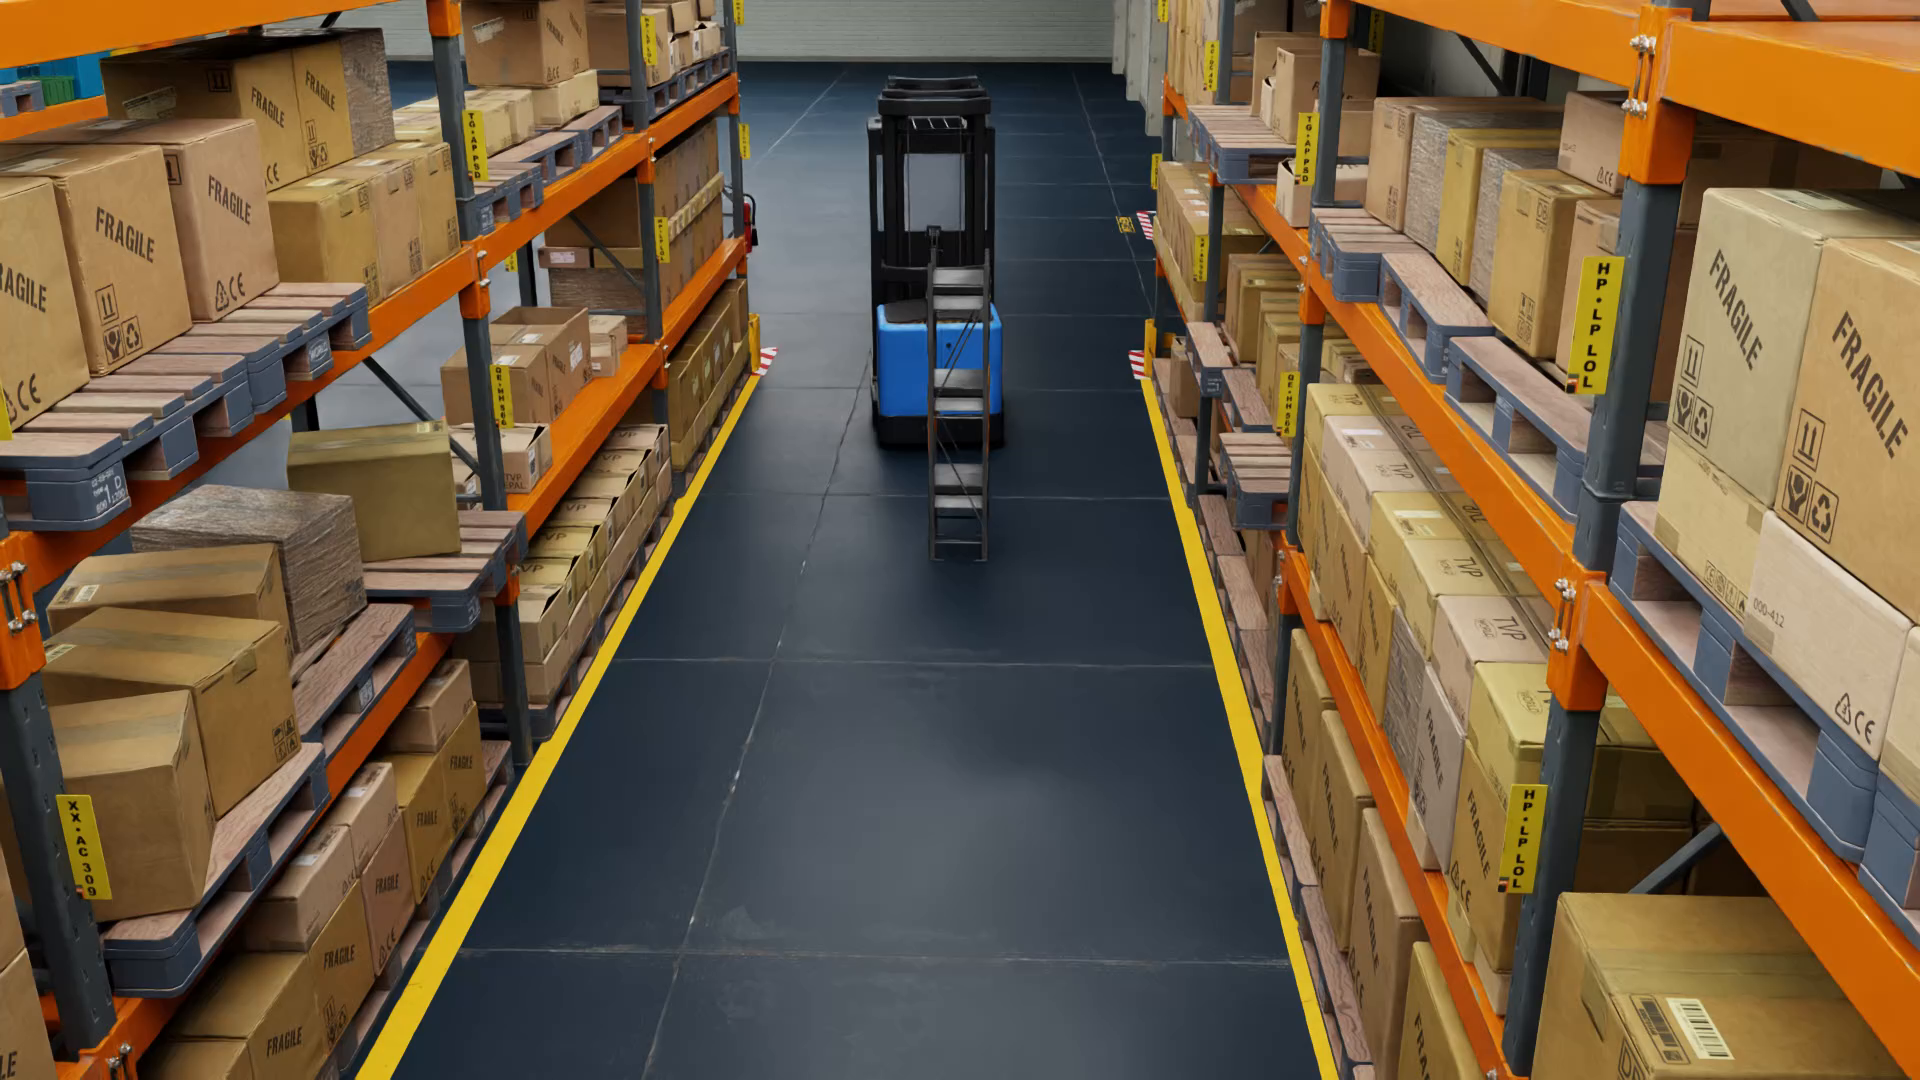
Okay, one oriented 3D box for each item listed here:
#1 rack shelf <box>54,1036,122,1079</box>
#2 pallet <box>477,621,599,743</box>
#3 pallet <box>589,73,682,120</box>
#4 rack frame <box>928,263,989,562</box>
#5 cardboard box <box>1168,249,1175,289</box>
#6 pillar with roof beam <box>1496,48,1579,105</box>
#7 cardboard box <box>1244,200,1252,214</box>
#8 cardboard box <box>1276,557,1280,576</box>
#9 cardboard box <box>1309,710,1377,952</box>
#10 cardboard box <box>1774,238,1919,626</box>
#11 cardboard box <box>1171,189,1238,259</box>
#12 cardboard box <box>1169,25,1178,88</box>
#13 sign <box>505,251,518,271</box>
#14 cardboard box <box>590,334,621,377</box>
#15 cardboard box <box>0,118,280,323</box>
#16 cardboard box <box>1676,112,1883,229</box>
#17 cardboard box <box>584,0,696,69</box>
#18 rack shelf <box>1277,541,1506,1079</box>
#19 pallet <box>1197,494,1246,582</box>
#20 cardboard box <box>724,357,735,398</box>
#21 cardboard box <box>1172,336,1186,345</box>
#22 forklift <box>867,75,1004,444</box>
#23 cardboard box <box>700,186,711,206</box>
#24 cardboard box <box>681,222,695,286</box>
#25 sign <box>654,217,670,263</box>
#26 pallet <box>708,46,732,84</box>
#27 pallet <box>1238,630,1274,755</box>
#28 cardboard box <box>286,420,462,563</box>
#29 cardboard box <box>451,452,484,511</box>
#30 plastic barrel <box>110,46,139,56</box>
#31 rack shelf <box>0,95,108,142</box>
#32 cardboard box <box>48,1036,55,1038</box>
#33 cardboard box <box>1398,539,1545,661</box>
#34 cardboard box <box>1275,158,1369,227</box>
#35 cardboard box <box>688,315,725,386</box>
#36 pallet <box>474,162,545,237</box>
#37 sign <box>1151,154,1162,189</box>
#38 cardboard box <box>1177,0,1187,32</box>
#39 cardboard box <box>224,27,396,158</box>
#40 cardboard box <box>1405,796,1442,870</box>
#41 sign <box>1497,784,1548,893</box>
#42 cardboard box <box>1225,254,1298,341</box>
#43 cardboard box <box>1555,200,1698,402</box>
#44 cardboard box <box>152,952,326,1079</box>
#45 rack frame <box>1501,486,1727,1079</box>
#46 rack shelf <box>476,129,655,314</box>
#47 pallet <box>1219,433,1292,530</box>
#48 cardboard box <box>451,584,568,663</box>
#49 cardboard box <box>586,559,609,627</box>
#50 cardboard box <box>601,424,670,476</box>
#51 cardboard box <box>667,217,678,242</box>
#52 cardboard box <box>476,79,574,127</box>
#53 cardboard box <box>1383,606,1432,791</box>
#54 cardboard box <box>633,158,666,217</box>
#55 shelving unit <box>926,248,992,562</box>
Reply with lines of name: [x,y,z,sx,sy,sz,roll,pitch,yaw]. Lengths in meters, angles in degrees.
rack shelf: [-2.991,2.297,2.957,1.077,0.370,4.000,1,21,2]
pallet: [-2.744,0.795,9.689,1.003,0.211,1.213,1,21,2]
pallet: [-2.686,-3.320,12.415,1.003,0.211,1.213,1,21,2]
rack frame: [-0.012,-0.831,11.267,0.400,2.100,0.015,1,21,2]
cardboard box: [2.014,-2.259,13.884,0.500,0.250,0.500,1,21,2]
pillar with roof beam: [-1.255,-3.460,8.505,9.100,9.000,0.400,1,21,2]
cardboard box: [2.528,-2.425,13.275,0.500,0.500,0.500,1,21,3]
cardboard box: [2.245,0.360,9.803,0.700,0.500,0.500,1,21,2]
cardboard box: [1.957,1.233,7.096,0.750,0.750,0.750,1,21,1]
cardboard box: [1.710,-0.188,2.673,0.500,0.500,0.500,0,21,1]
cardboard box: [2.021,-2.615,13.765,0.500,0.500,0.500,1,21,3]
cardboard box: [2.075,-4.190,14.368,0.500,0.500,0.500,2,21,5]
sign: [-3.241,-2.100,11.989,0.100,0.325,0.005,1,21,2]
cardboard box: [-2.530,-1.272,11.345,0.396,0.266,0.258,0,21,0]
cardboard box: [-2.803,-1.113,5.746,0.600,0.600,0.600,0,21,0]
cardboard box: [2.180,-1.025,4.594,0.500,0.250,0.500,2,21,5]
cardboard box: [-2.510,-3.956,13.014,0.797,0.503,0.637,3,21,8]
rack shelf: [2.083,0.904,6.548,1.077,0.370,4.000,1,21,2]
pallet: [2.243,-0.020,11.787,1.003,0.211,1.213,1,21,2]
cardboard box: [-2.302,-1.456,14.854,0.500,0.250,0.500,1,21,2]
cardboard box: [2.276,-1.750,15.501,0.500,0.311,0.500,-2,21,-4]
forklift: [-0.260,-2.662,14.838,1.130,2.935,3.031,-2,21,-4]
cardboard box: [-2.410,-3.031,14.659,0.380,0.149,0.250,1,21,2]
cardboard box: [-2.636,-2.419,13.978,0.700,0.500,0.500,1,21,3]
sign: [-2.144,-2.155,11.944,0.100,0.325,0.005,1,21,2]
pallet: [-2.612,-4.202,14.688,1.003,0.211,1.213,1,21,2]
pallet: [2.169,0.863,9.514,1.003,0.211,1.213,1,21,2]
cardboard box: [-2.715,-0.221,7.734,0.700,0.500,0.500,-7,22,-16]
cardboard box: [-2.753,-0.297,8.772,0.500,0.311,0.500,2,21,5]
plastic barrel: [-7.423,-4.425,14.298,0.600,0.588,0.600,0,21,0]
rack shelf: [-7.576,-3.496,13.741,1.077,0.370,4.000,1,21,2]
cardboard box: [-3.178,1.838,5.992,0.500,0.500,0.500,1,21,2]
cardboard box: [1.821,0.206,5.737,0.500,0.250,0.500,1,21,3]
cardboard box: [1.895,-1.784,8.430,0.500,0.311,0.500,1,21,2]
cardboard box: [-2.316,-1.624,14.252,0.500,0.500,0.500,1,21,2]
pallet: [-2.877,-1.765,8.545,1.213,0.211,1.003,2,21,4]
sign: [1.844,-3.457,15.595,0.100,0.325,0.005,1,21,2]
cardboard box: [2.062,-4.465,13.695,0.500,0.500,0.500,1,21,3]
cardboard box: [-2.828,-1.961,7.270,0.500,0.500,0.500,1,21,2]
cardboard box: [1.735,0.993,5.642,0.380,0.149,0.250,1,21,2]
sign: [1.479,0.786,4.365,0.100,0.325,0.005,1,21,2]
cardboard box: [2.216,-1.669,11.438,0.700,0.500,0.500,1,21,2]
cardboard box: [2.158,-0.676,4.730,0.700,0.500,0.500,-1,21,-1]
cardboard box: [-2.666,1.833,6.005,0.500,0.500,0.500,1,21,2]
rack frame: [2.022,1.291,4.554,1.000,3.000,0.127,1,21,2]
rack shelf: [-2.747,-1.994,9.869,1.077,0.370,4.000,1,21,2]
pallet: [2.059,-0.324,8.983,1.213,0.211,1.003,1,21,2]
cardboard box: [-2.499,0.431,9.218,0.500,0.311,0.500,1,21,3]
cardboard box: [-2.474,0.322,10.272,0.500,0.250,0.500,0,21,0]
cardboard box: [-2.412,-0.680,12.080,0.500,0.311,0.500,1,21,2]
cardboard box: [-2.455,-2.468,13.207,0.380,0.149,0.250,0,21,0]
cardboard box: [-2.729,-2.757,10.468,0.500,0.250,0.500,-1,21,-4]
cardboard box: [1.813,0.561,5.859,0.500,0.500,0.500,1,21,2]
cardboard box: [-2.665,-2.649,12.777,0.700,0.500,0.500,1,21,1]
shelving unit: [-0.005,-0.919,11.495,0.431,2.100,0.503,1,21,2]
